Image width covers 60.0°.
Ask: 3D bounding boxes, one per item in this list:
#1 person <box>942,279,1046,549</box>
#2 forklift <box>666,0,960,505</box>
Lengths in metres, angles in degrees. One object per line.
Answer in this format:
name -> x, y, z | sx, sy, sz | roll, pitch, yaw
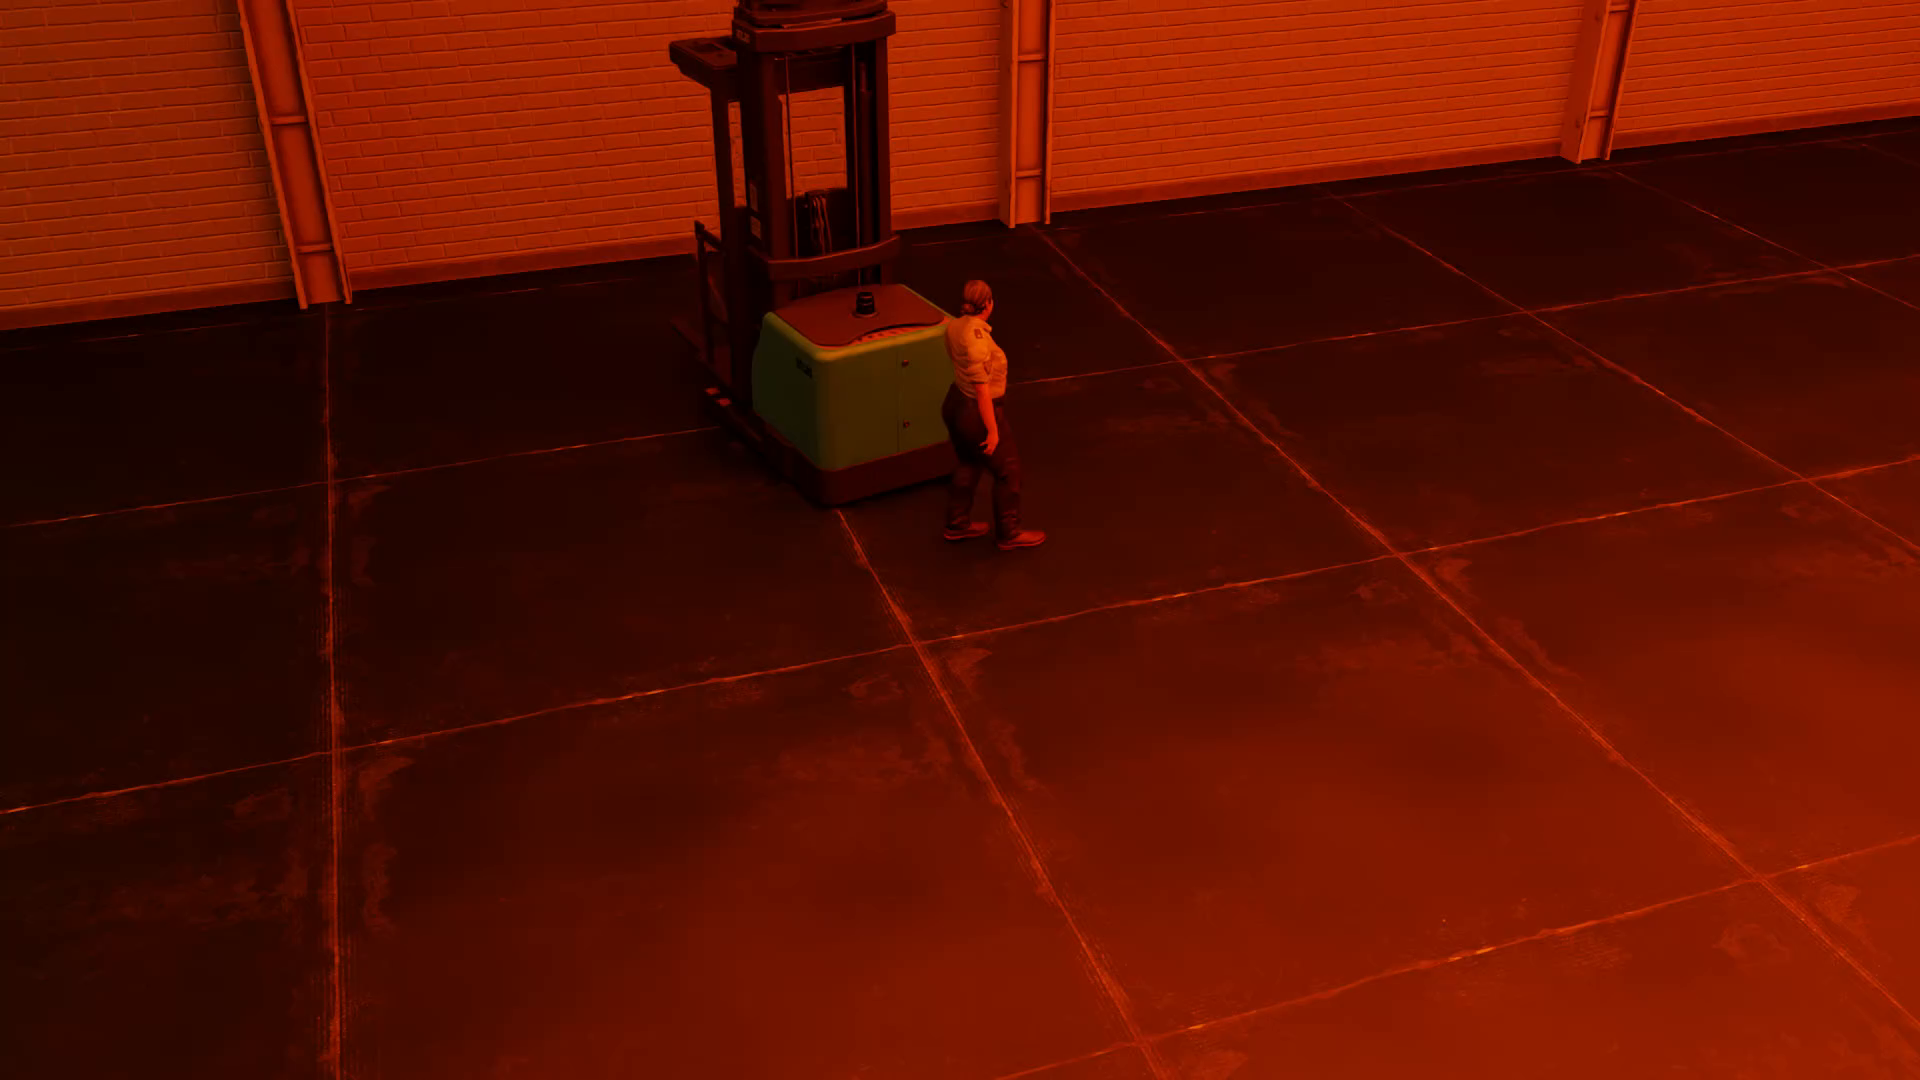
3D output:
person -> 0.173, -0.746, 9.690 | 0.546, 1.635, 0.620 | -13, 32, -21
forklift -> -1.150, -2.186, 10.887 | 1.130, 2.935, 3.031 | -16, 34, -26
